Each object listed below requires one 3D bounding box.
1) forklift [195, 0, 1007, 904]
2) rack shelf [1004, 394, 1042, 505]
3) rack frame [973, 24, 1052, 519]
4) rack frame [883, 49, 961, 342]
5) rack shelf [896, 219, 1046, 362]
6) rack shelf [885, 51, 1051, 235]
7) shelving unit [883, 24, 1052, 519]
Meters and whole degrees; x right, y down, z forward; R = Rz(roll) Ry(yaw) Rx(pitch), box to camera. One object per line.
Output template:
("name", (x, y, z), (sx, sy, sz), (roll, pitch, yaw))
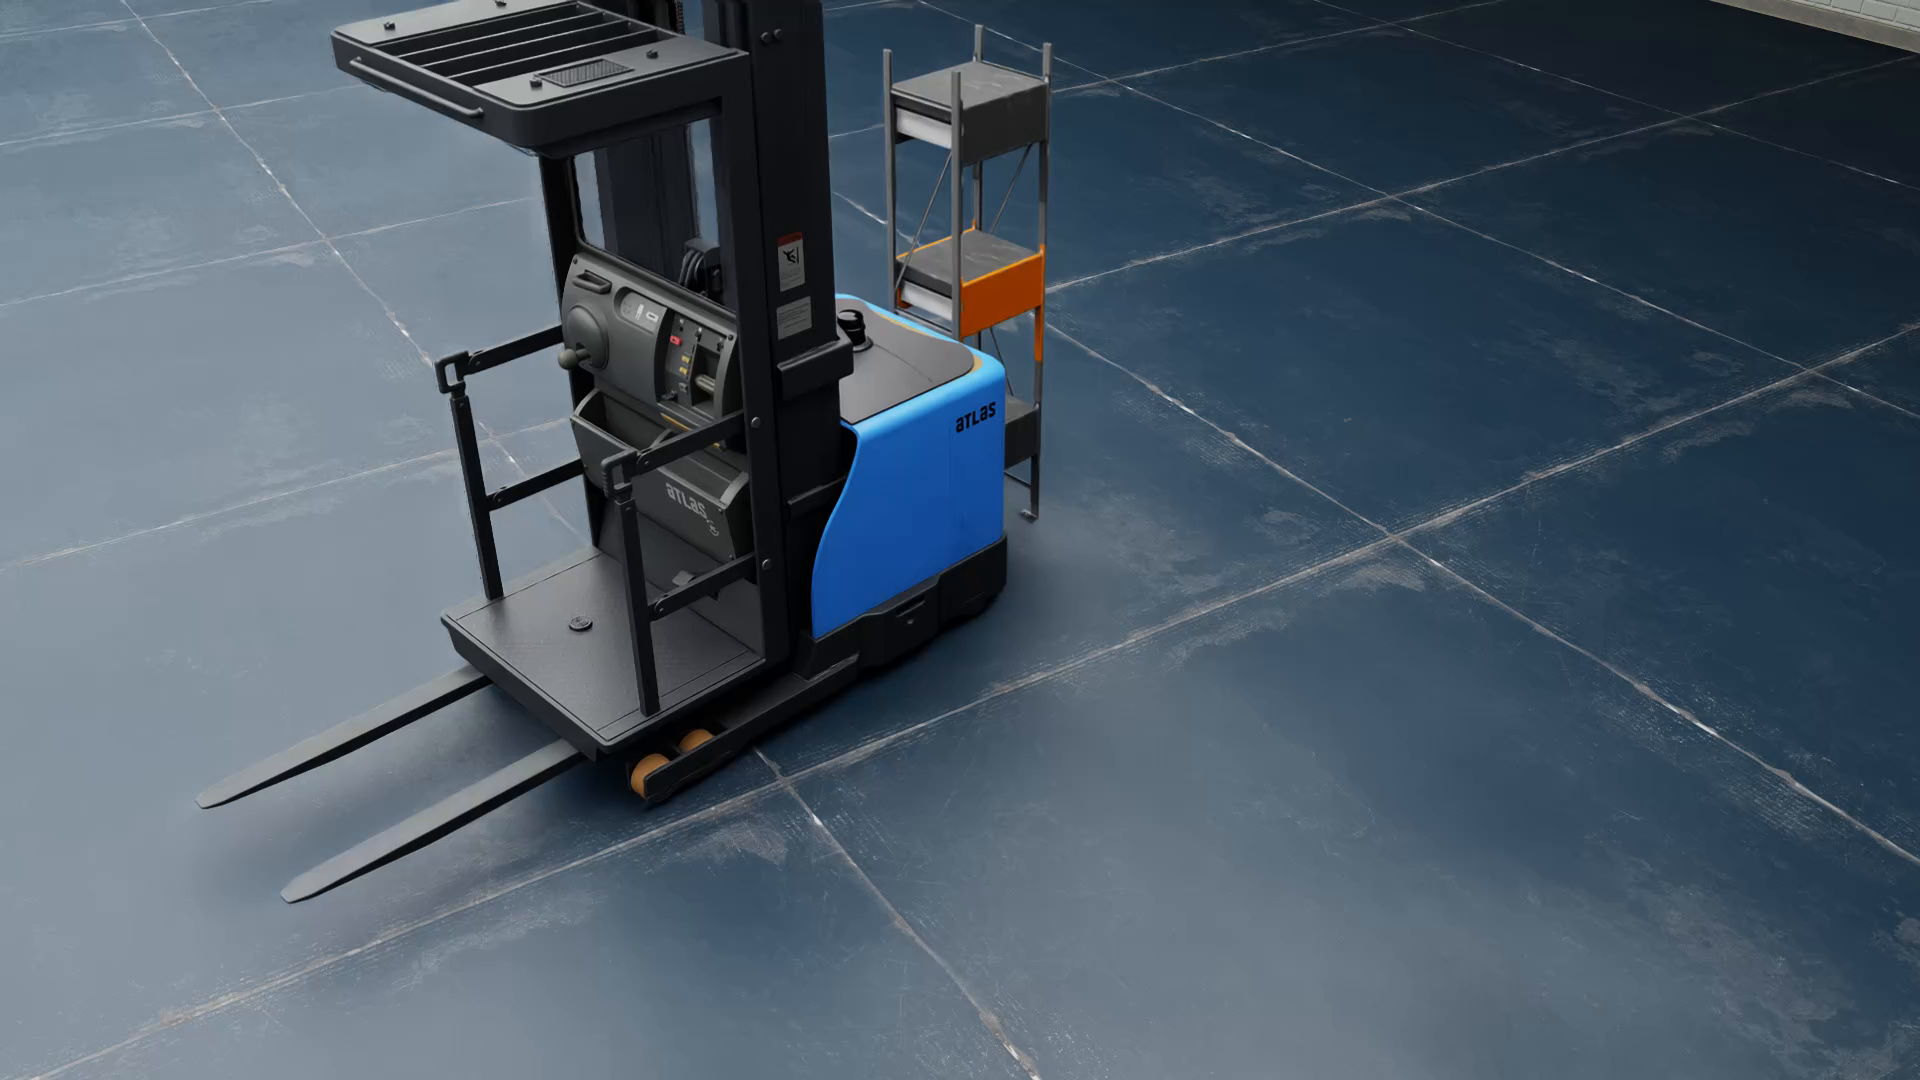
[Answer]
("forklift", (-1.211, -0.637, 5.513), (3.031, 2.935, 1.130), (-28, 42, -37))
("rack shelf", (0.030, -0.363, 7.195), (0.480, 0.518, 0.431), (-28, 42, -37))
("rack frame", (0.204, -1.058, 6.959), (0.015, 2.100, 0.400), (-28, 42, -37))
("rack frame", (-0.143, -0.875, 6.669), (0.015, 2.100, 0.400), (-28, 42, -37))
("rack shelf", (0.030, -0.955, 6.821), (0.480, 0.518, 0.431), (-28, 42, -37))
("rack shelf", (0.030, -1.547, 6.448), (0.480, 0.518, 0.431), (-28, 42, -37))
("shelving unit", (0.030, -0.966, 6.814), (0.503, 2.100, 0.431), (-28, 42, -37))
